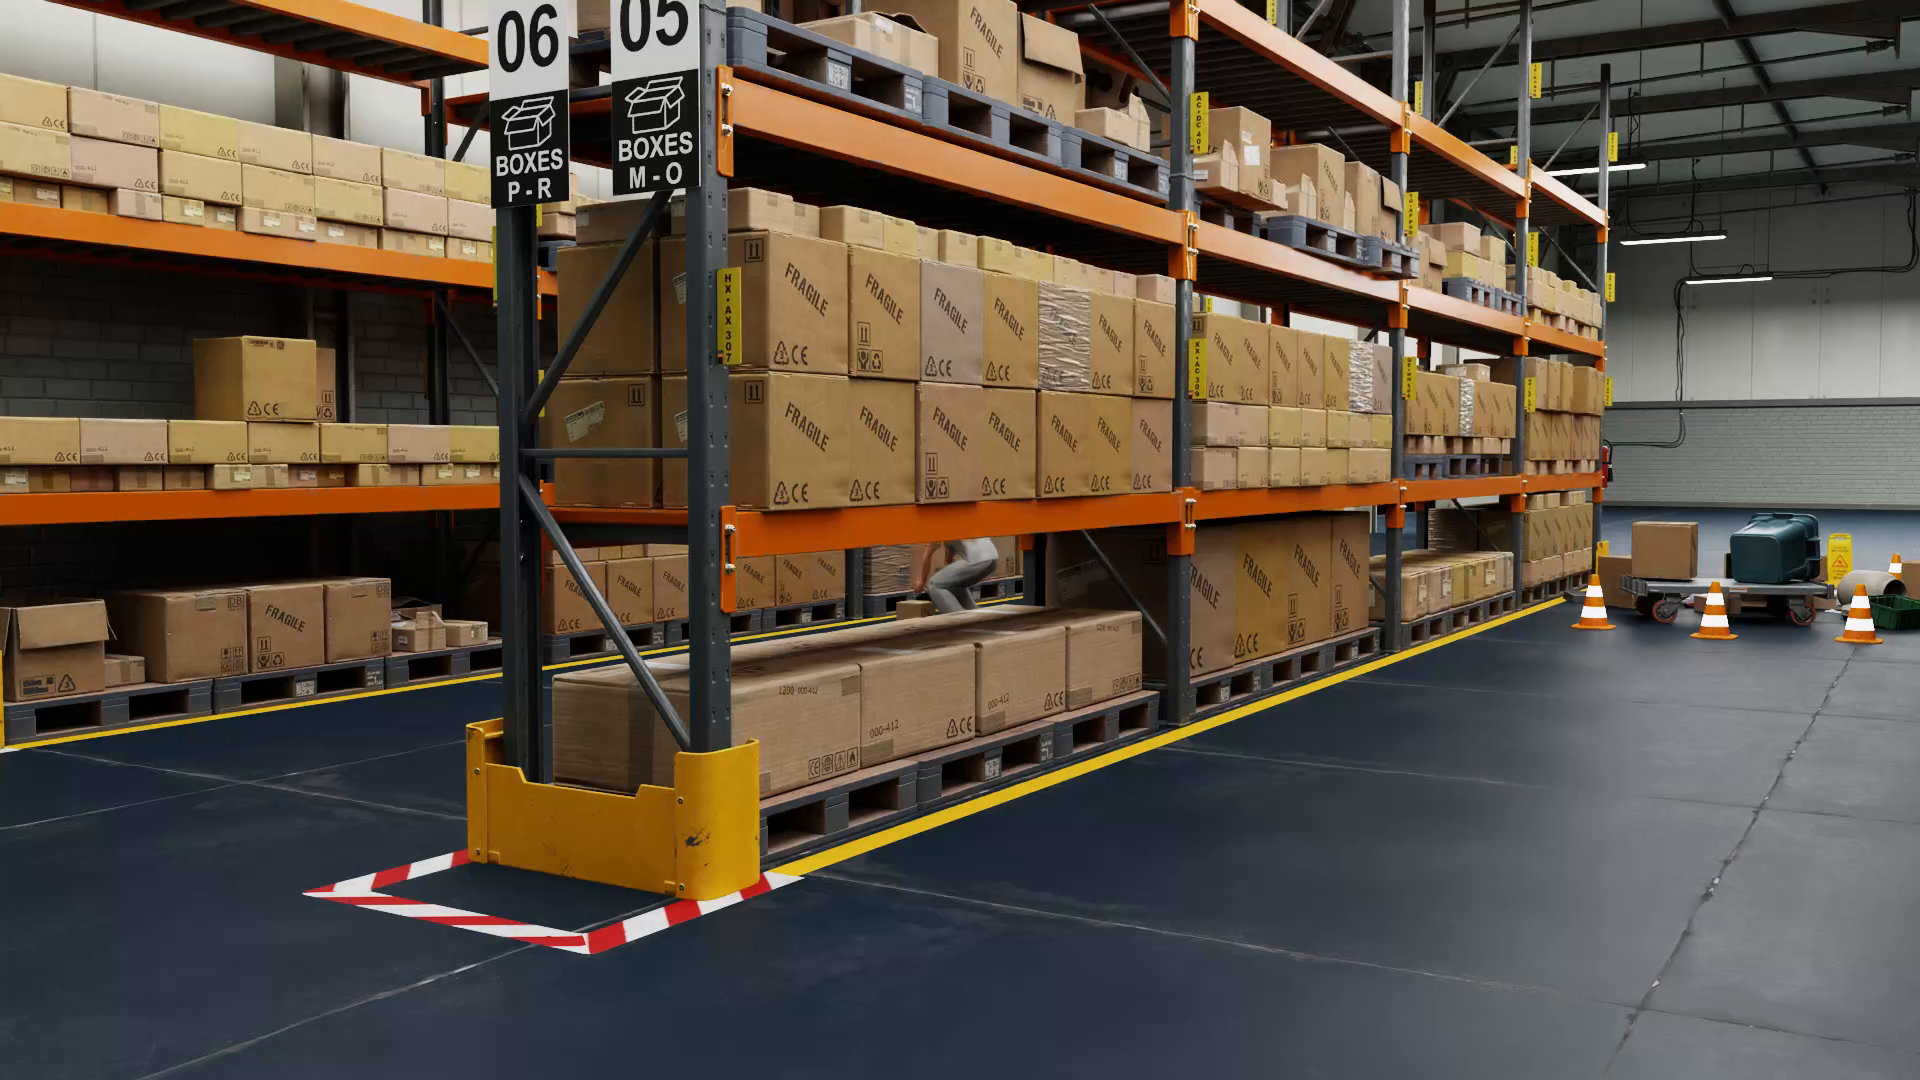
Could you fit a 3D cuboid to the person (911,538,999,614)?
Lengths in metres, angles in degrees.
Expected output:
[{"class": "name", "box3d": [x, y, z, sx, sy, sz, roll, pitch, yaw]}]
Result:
[{"class": "person", "box3d": [-0.052, 0.215, 13.965, 0.741, 1.158, 0.496, 2, 3, 31]}]
